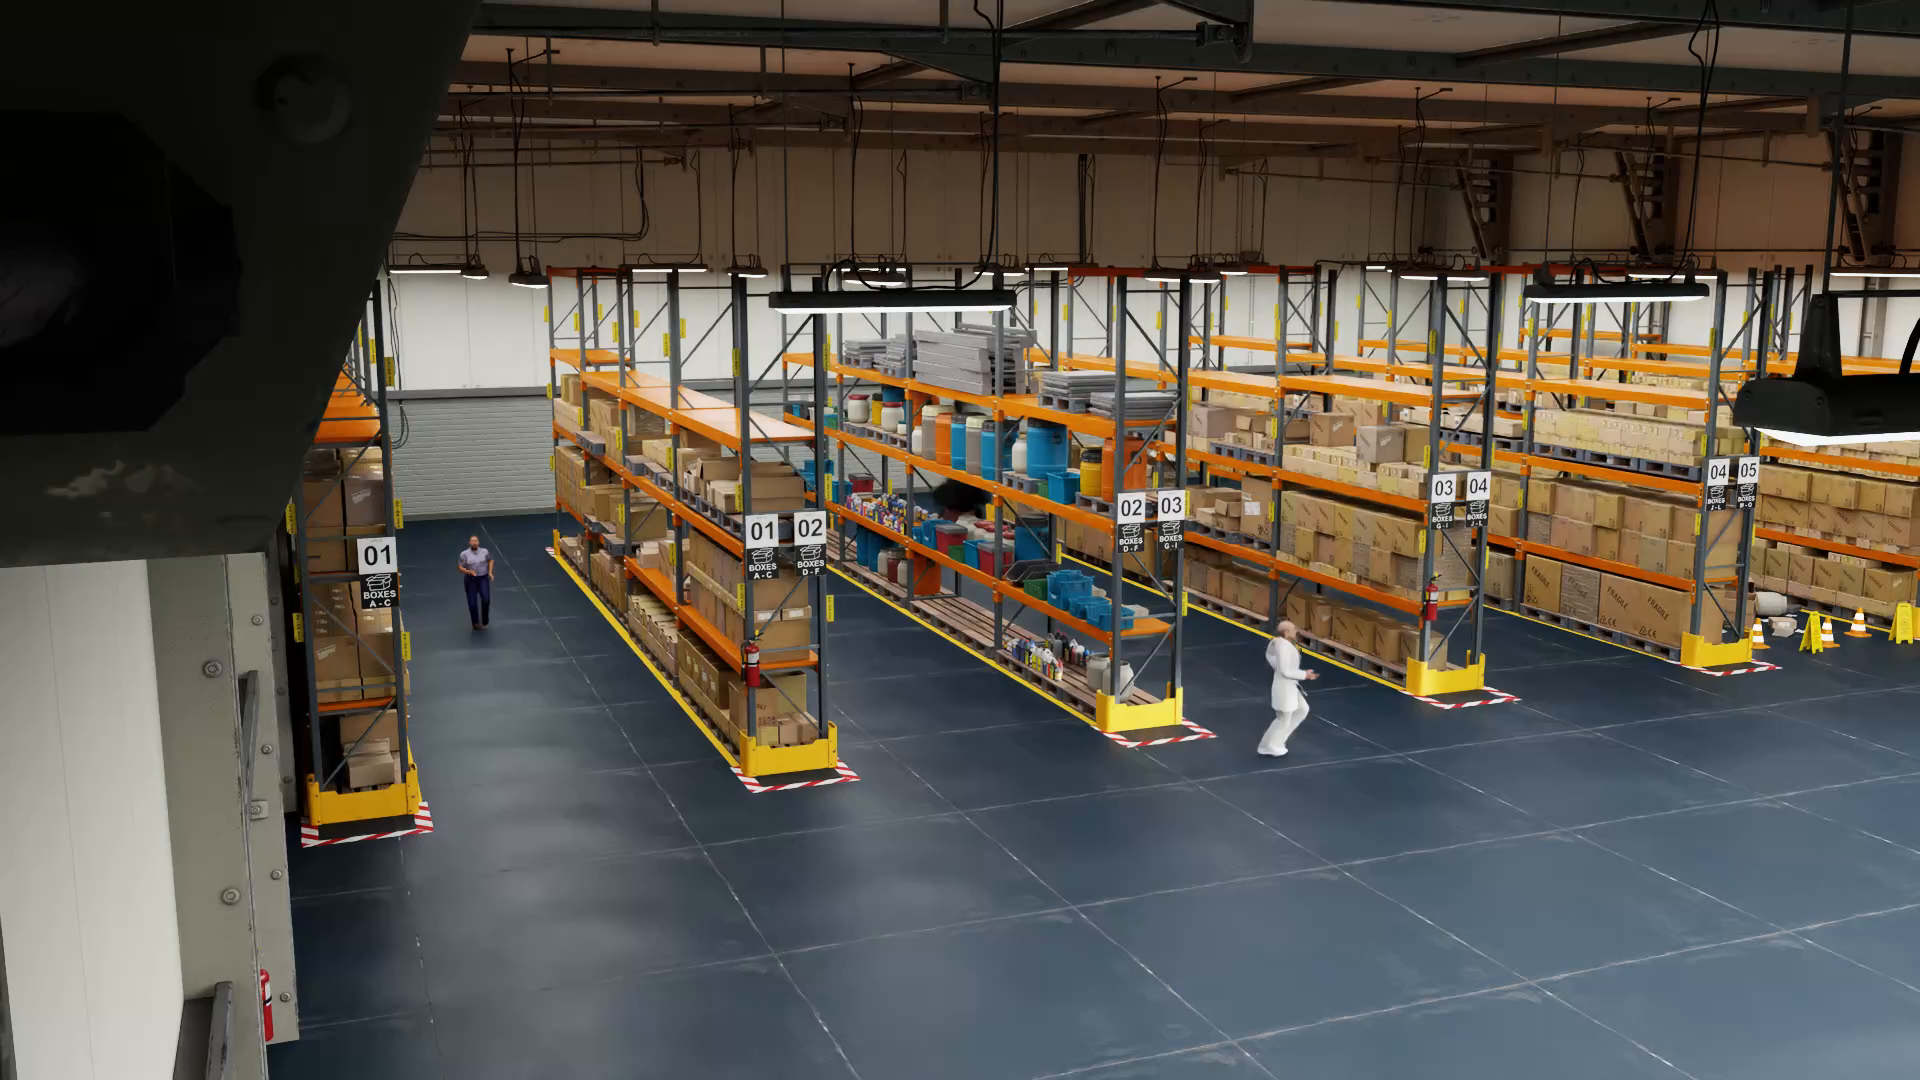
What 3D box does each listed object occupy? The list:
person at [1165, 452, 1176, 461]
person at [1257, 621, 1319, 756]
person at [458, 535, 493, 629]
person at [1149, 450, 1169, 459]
[{"bbox_3d":[5.214,-1.728,41.548,0.639,1.839,0.862,9,13,41],"label":"person"},{"bbox_3d":[4.121,1.877,20.863,0.721,1.753,0.682,2,10,9],"label":"person"},{"bbox_3d":[-8.094,0.712,27.903,0.592,1.609,0.577,-4,11,-22],"label":"person"},{"bbox_3d":[4.883,-1.613,40.998,0.608,1.711,0.686,-9,13,-41],"label":"person"}]
